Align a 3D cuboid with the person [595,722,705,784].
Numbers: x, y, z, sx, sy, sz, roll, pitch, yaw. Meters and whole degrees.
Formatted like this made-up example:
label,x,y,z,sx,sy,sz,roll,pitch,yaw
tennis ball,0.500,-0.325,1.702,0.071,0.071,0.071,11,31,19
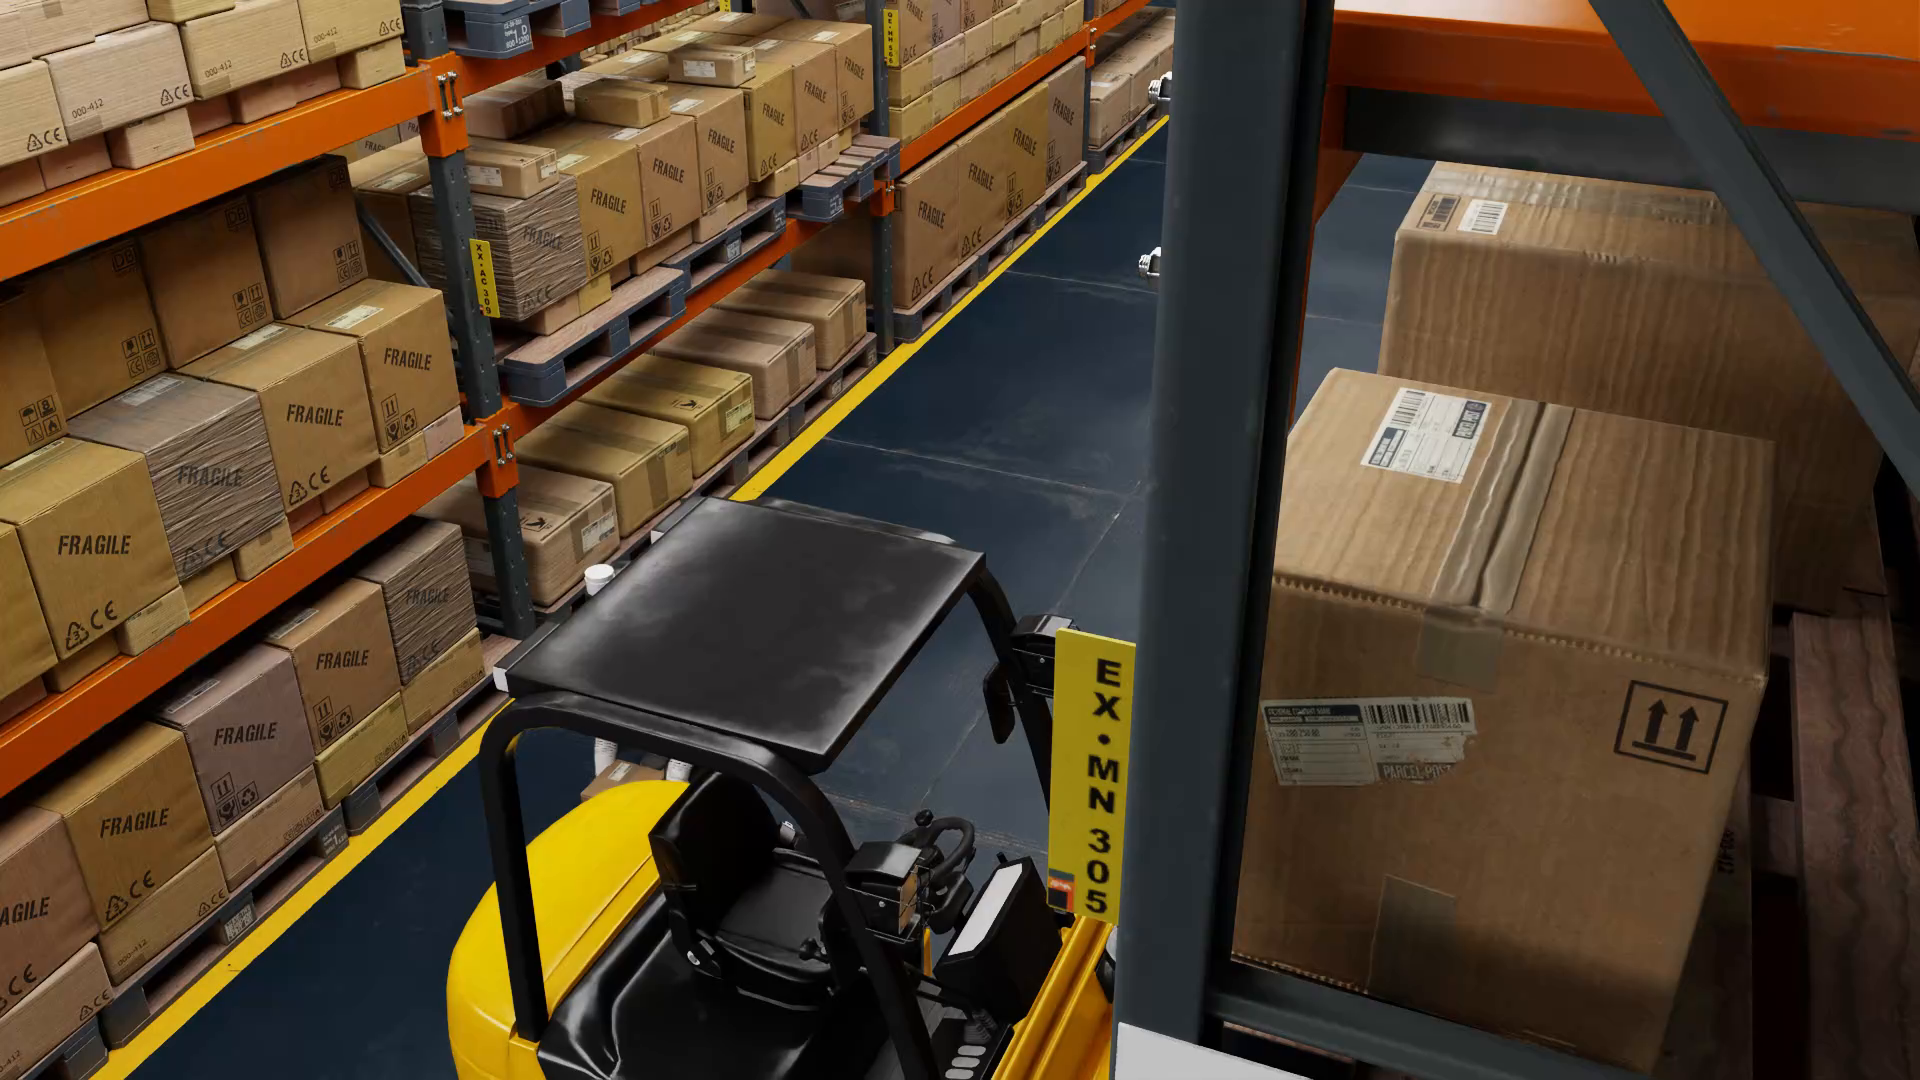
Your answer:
label,x,y,z,sx,sy,sz,roll,pitch,yaw
person,-1.214,0.677,6.783,0.479,0.849,0.859,12,32,19
